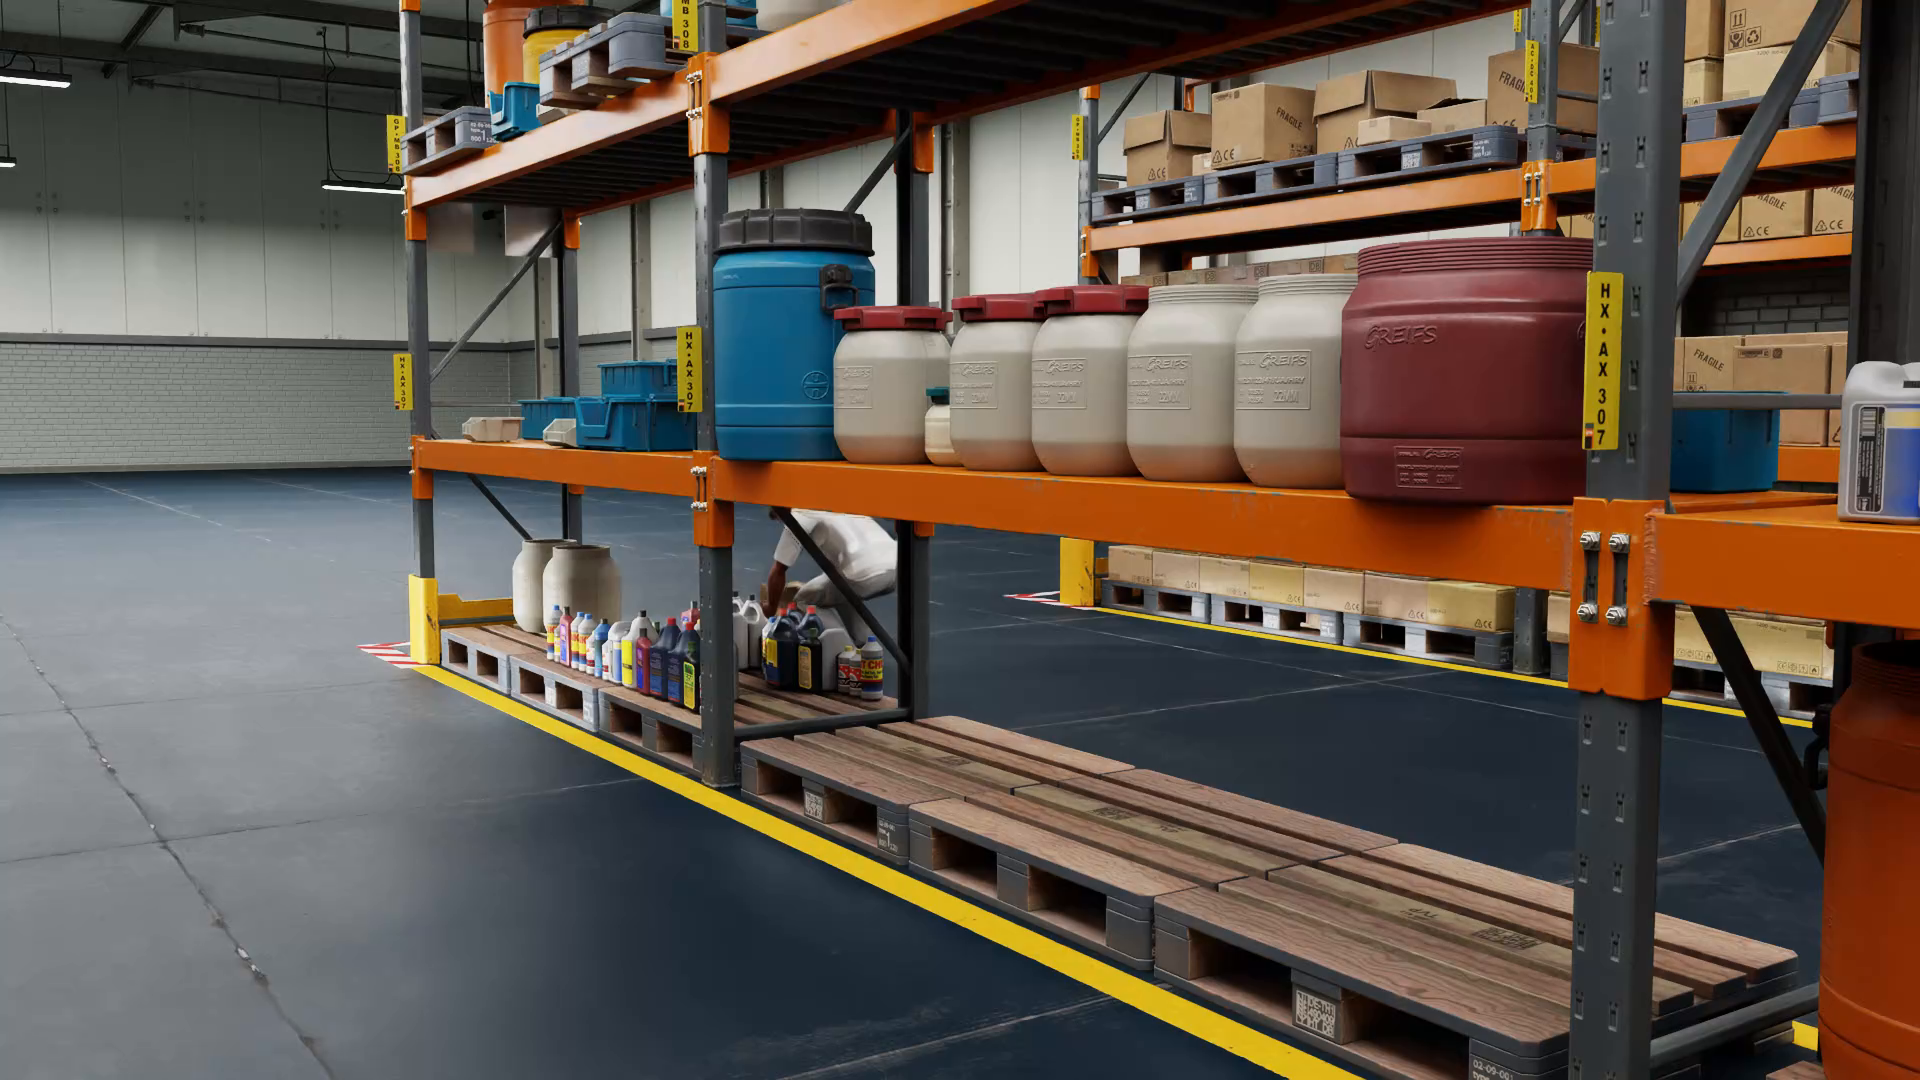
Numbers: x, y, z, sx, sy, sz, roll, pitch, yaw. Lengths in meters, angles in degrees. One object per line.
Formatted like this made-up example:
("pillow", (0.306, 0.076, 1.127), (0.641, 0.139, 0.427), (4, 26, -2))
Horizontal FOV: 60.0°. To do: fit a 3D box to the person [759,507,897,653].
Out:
("person", (-0.732, 0.193, 9.511), (0.862, 1.091, 0.598), (3, 6, 37))
